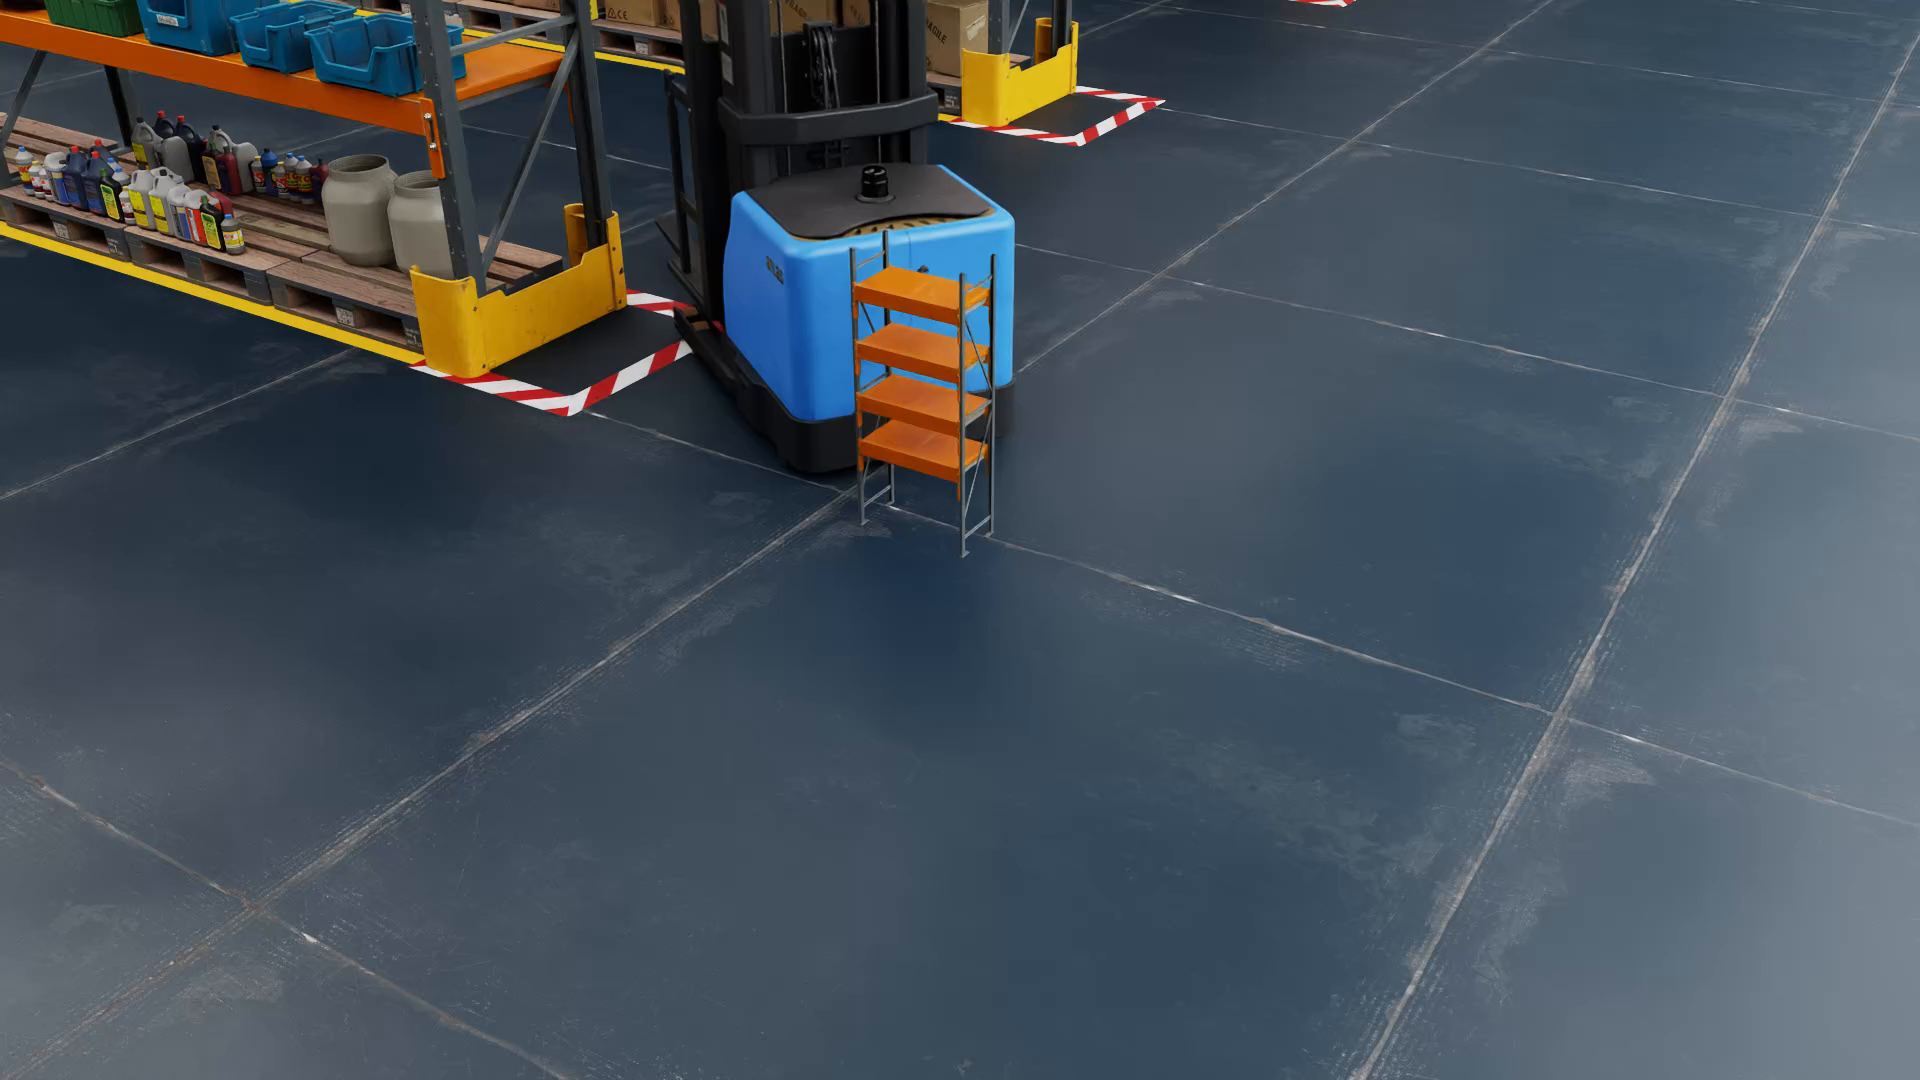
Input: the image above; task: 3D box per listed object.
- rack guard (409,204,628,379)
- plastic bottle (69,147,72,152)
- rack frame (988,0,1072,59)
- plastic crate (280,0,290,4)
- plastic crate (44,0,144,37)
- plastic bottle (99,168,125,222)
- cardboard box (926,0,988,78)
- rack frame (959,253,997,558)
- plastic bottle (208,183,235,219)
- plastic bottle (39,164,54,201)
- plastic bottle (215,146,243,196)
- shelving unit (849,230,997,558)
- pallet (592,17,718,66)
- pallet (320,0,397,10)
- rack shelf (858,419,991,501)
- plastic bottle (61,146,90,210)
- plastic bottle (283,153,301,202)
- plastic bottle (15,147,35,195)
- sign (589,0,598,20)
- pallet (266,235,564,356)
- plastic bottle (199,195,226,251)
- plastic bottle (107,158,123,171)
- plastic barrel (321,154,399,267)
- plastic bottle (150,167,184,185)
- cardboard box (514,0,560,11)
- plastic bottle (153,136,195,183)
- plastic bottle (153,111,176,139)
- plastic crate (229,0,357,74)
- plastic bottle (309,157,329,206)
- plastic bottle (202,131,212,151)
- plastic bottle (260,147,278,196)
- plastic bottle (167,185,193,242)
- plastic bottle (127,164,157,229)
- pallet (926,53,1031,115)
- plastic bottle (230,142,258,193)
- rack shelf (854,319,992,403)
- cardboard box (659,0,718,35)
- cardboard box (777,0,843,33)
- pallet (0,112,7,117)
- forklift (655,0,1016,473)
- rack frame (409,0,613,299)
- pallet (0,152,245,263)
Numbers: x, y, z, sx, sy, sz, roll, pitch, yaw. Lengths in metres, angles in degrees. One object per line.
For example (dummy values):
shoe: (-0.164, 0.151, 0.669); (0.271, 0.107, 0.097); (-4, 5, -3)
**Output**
rack guard: (-2.214, -1.284, 8.455); (0.348, 0.500, 1.175); (18, 35, 27)
plastic bottle: (-5.131, -2.150, 9.718); (0.133, 0.283, 0.061); (18, 35, 27)
rack frame: (0.508, -4.477, 11.448); (0.127, 3.000, 1.000); (18, 35, 27)
plastic crate: (-4.003, -2.994, 9.168); (0.437, 0.136, 0.530); (18, 35, 27)
plastic crate: (-4.513, -2.859, 8.885); (0.662, 0.188, 0.450); (18, 35, 27)
plastic bottle: (-4.772, -1.946, 9.368); (0.133, 0.283, 0.061); (19, 35, 29)
cardboard box: (-0.012, -3.754, 12.271); (0.500, 0.500, 0.500); (25, 39, 36)
rack frame: (0.066, -0.497, 6.412); (0.015, 1.200, 0.240); (18, 35, 27)
plastic bottle: (-4.056, -1.810, 9.135); (0.133, 0.283, 0.061); (18, 35, 27)
plastic bottle: (-5.304, -2.090, 9.695); (0.097, 0.201, 0.097); (0, 30, 0)
plastic bottle: (-4.299, -2.174, 9.758); (0.133, 0.283, 0.061); (18, 35, 27)
shelving unit: (-0.140, -0.563, 6.524); (0.503, 1.200, 0.258); (18, 35, 27)
pallet: (-2.292, -4.180, 13.705); (1.213, 0.211, 1.003); (18, 35, 27)
pallet: (-5.606, -5.206, 15.465); (1.213, 0.211, 1.003); (18, 35, 27)
rack shelf: (-0.140, -0.333, 6.658); (0.480, 0.148, 0.258); (18, 35, 27)
plastic bottle: (-5.050, -2.088, 9.544); (0.185, 0.351, 0.144); (19, 35, 29)
plastic bottle: (-3.870, -2.112, 9.665); (0.097, 0.271, 0.097); (0, 30, 0)
plastic bottle: (-5.476, -2.174, 9.771); (0.097, 0.271, 0.097); (0, 30, 0)
sign: (-1.829, -2.717, 8.155); (0.005, 0.325, 0.100); (18, 35, 27)
pallet: (-2.899, -1.379, 8.905); (1.213, 0.211, 1.003); (18, 35, 27)
plastic bottle: (-4.022, -1.709, 8.961); (0.133, 0.283, 0.061); (18, 35, 29)
plastic bottle: (-4.863, -2.066, 9.586); (0.097, 0.271, 0.097); (0, 30, 0)
plastic barrel: (-3.147, -1.748, 8.822); (0.421, 0.512, 0.421); (0, 30, 0)
plastic bottle: (-4.472, -1.961, 9.401); (0.135, 0.276, 0.152); (18, 35, 27)
cardboard box: (-3.388, -4.833, 14.102); (0.500, 0.500, 0.700); (15, 33, 24)
plastic bottle: (-4.709, -2.278, 9.944); (0.135, 0.276, 0.152); (18, 35, 27)
plastic bottle: (-4.814, -2.431, 10.133); (0.185, 0.351, 0.144); (17, 34, 26)
plastic crate: (-3.255, -2.482, 8.175); (0.408, 0.251, 0.499); (18, 35, 27)
plastic bottle: (-3.677, -2.067, 9.576); (0.133, 0.283, 0.061); (18, 35, 28)
plastic bottle: (-4.491, -2.325, 10.018); (0.133, 0.283, 0.061); (20, 36, 31)
plastic bottle: (-4.042, -2.167, 9.758); (0.097, 0.271, 0.097); (0, 30, 0)
plastic bottle: (-4.230, -1.798, 9.122); (0.135, 0.276, 0.152); (17, 34, 26)
plastic bottle: (-4.530, -1.923, 9.262); (0.185, 0.351, 0.144); (17, 34, 27)
pallet: (-0.225, -3.526, 12.585); (1.213, 0.211, 1.003); (18, 35, 27)
plastic bottle: (-4.242, -2.216, 9.838); (0.135, 0.276, 0.152); (18, 35, 28)
rack shelf: (-0.140, -0.698, 6.445); (0.480, 0.148, 0.258); (18, 35, 27)
cardboard box: (-2.073, -4.376, 13.339); (0.500, 0.500, 0.500); (-23, 37, -33)
cardboard box: (-1.056, -4.075, 12.822); (0.500, 0.500, 0.500); (21, 36, 32)
pallet: (-7.236, -2.751, 11.256); (1.213, 0.211, 1.003); (18, 35, 27)
forklift: (-0.812, -2.277, 7.744); (1.130, 2.935, 3.031); (-13, 33, -20)
rack frame: (-2.125, -2.364, 7.825); (0.127, 3.000, 1.000); (18, 35, 27)
pallet: (-4.966, -2.033, 10.025); (1.213, 0.211, 1.003); (18, 35, 27)
